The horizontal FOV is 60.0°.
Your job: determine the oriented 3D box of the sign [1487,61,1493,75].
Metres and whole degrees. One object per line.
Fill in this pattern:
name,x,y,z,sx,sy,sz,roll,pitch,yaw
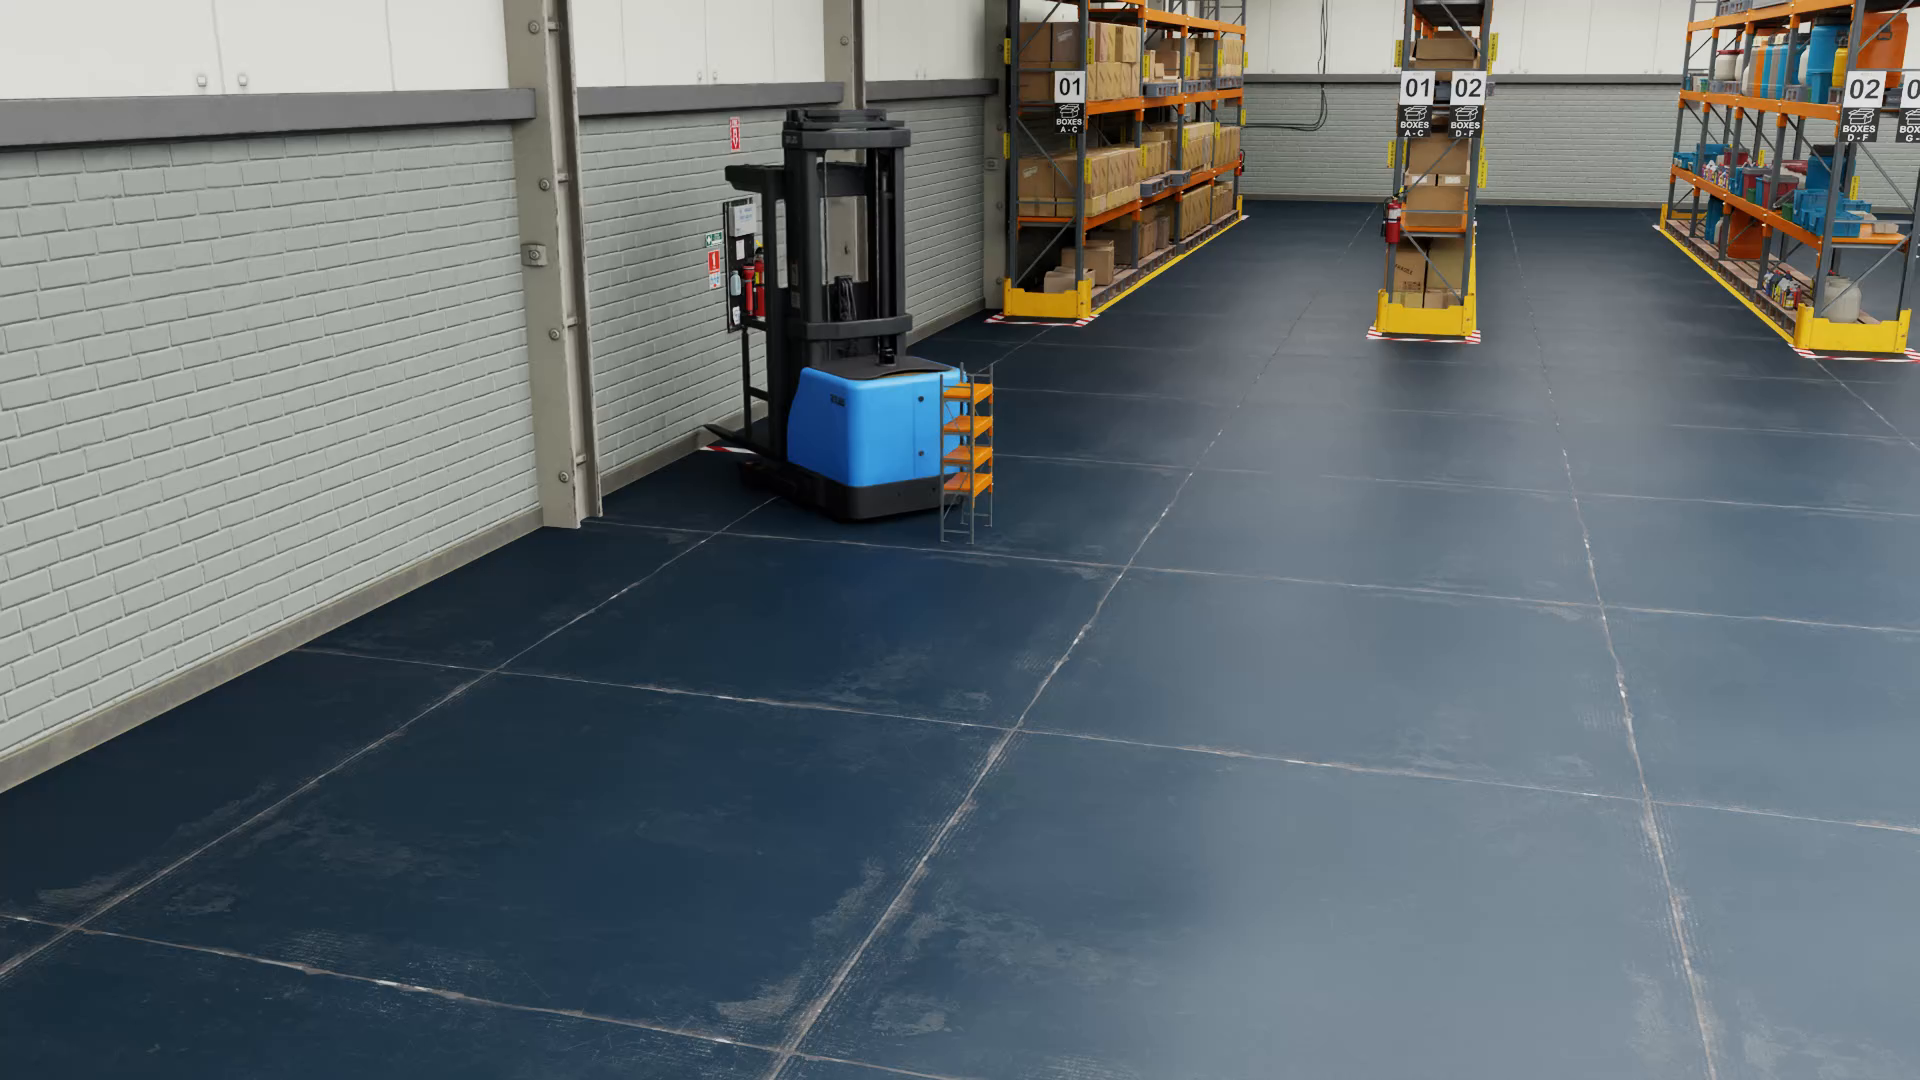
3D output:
sign,7.576,-6.830,23.822,0.100,0.325,0.005,5,16,16

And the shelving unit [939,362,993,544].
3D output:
shelving unit,0.047,-0.621,11.818,0.258,1.200,0.503,5,16,16

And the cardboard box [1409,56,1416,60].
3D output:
cardboard box,6.139,-6.233,21.947,0.500,0.311,0.500,7,17,22

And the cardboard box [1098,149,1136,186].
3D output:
cardboard box,2.319,-5.545,24.747,0.500,0.500,0.500,5,16,16

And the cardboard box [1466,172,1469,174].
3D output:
cardboard box,6.297,-4.611,21.219,0.380,0.149,0.250,4,16,14

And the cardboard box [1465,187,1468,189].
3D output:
cardboard box,8.190,-5.811,27.282,0.380,0.149,0.250,5,16,16

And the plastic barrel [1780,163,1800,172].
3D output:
plastic barrel,12.841,-5.572,25.772,0.421,0.512,0.421,0,16,0

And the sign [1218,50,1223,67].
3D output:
sign,5.090,-9.422,32.531,0.100,0.325,0.005,5,16,16

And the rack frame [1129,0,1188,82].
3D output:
rack frame,3.430,-9.458,28.685,1.000,3.000,0.127,5,16,16

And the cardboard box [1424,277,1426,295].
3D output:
cardboard box,6.191,-3.532,23.054,0.500,0.250,0.500,5,16,16

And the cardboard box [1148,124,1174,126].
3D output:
cardboard box,3.754,-7.675,31.252,0.500,0.250,0.500,4,16,15

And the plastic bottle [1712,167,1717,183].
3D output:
plastic bottle,13.152,-6.340,28.922,0.097,0.271,0.097,0,16,0

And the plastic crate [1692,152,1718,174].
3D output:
plastic crate,13.871,-7.020,31.002,0.392,0.384,0.575,5,16,16

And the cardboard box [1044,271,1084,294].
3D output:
cardboard box,1.439,-3.571,23.045,0.500,0.311,0.500,3,16,10

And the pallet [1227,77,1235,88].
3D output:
pallet,5.158,-9.550,34.669,1.003,0.211,1.213,5,16,16

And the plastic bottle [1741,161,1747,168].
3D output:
plastic bottle,13.980,-6.572,29.593,0.144,0.351,0.185,5,16,16

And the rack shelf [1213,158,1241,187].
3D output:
rack shelf,5.135,-7.796,35.136,1.077,0.370,4.000,5,16,16

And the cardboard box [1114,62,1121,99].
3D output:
cardboard box,1.954,-6.464,23.404,0.500,0.500,0.500,6,17,19

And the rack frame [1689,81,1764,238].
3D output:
rack frame,14.065,-6.850,30.484,1.000,3.000,0.127,5,16,16

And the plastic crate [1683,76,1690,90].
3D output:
plastic crate,14.825,-9.198,33.503,0.497,0.269,0.590,5,16,16

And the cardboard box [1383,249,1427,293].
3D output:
cardboard box,5.774,-3.499,21.565,0.500,0.500,0.500,5,16,16

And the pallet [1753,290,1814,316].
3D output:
pallet,11.561,-3.243,22.878,1.003,0.211,1.213,5,16,16

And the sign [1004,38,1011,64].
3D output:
sign,0.630,-6.397,21.764,0.100,0.325,0.005,5,16,16

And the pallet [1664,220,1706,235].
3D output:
pallet,14.930,-6.343,33.804,1.003,0.211,1.213,5,16,16

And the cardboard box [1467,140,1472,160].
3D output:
cardboard box,8.694,-6.837,29.485,0.700,0.500,0.500,8,18,26

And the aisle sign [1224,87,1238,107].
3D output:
aisle sign,6.011,-9.911,36.512,0.394,0.787,0.004,5,16,16

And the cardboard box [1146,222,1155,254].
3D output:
cardboard box,2.903,-5.131,28.197,0.700,0.500,0.500,5,16,16

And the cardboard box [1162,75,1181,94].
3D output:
cardboard box,3.484,-7.773,28.366,0.500,0.311,0.500,5,16,16

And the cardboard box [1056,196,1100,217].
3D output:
cardboard box,1.600,-4.520,22.505,0.500,0.250,0.500,4,16,14

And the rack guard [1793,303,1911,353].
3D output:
rack guard,10.631,-2.532,19.840,1.175,0.500,0.348,5,16,16

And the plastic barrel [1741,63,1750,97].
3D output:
plastic barrel,12.546,-7.243,26.167,0.421,0.512,0.421,0,16,0

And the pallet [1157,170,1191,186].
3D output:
pallet,3.330,-6.285,28.843,1.213,0.211,1.003,5,16,16

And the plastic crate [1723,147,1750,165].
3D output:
plastic crate,14.559,-7.124,31.222,0.402,0.464,0.583,5,16,16

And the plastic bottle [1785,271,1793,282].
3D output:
plastic bottle,11.303,-3.505,22.736,0.144,0.351,0.185,5,16,16

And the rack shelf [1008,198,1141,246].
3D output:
rack shelf,1.725,-4.656,24.067,1.077,0.370,4.000,5,16,16

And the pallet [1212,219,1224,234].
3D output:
pallet,4.858,-6.470,34.253,1.003,0.211,1.213,5,16,16

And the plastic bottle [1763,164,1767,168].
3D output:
plastic bottle,13.805,-6.273,28.538,0.144,0.351,0.185,5,16,16

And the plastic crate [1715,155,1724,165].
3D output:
plastic crate,14.676,-7.208,31.850,0.437,0.282,0.530,5,16,16

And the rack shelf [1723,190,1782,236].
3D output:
rack shelf,12.360,-4.935,25.048,1.077,0.370,4.000,5,16,16

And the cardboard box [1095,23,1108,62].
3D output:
cardboard box,1.690,-6.670,22.300,0.500,0.500,0.500,4,16,15

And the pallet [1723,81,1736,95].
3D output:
pallet,13.617,-7.693,28.304,1.003,0.211,1.213,5,16,16

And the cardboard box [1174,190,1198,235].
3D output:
cardboard box,4.020,-6.151,31.188,0.750,0.750,0.750,5,16,16

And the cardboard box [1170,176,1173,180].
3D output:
cardboard box,3.746,-6.529,29.775,0.380,0.149,0.250,4,16,15

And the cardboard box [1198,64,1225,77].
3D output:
cardboard box,5.016,-9.400,33.298,0.500,0.250,0.500,5,16,16

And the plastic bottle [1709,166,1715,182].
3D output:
plastic bottle,13.305,-6.457,29.324,0.152,0.276,0.135,5,16,16

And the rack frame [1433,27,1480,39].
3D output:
rack frame,10.454,-11.168,34.713,1.000,3.000,0.127,5,16,16

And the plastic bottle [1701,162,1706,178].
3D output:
plastic bottle,13.552,-6.731,30.279,0.061,0.283,0.133,5,16,16

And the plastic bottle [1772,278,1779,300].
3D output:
plastic bottle,11.024,-3.394,22.470,0.061,0.283,0.133,5,17,18

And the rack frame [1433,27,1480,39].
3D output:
rack frame,9.317,-10.122,31.023,1.000,3.000,0.127,5,16,16

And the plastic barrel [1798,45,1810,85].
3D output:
plastic barrel,11.481,-6.359,22.280,0.421,0.512,0.421,0,16,0

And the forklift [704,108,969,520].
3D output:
forklift,-1.148,-1.905,13.175,1.130,2.935,3.031,-10,19,-31
